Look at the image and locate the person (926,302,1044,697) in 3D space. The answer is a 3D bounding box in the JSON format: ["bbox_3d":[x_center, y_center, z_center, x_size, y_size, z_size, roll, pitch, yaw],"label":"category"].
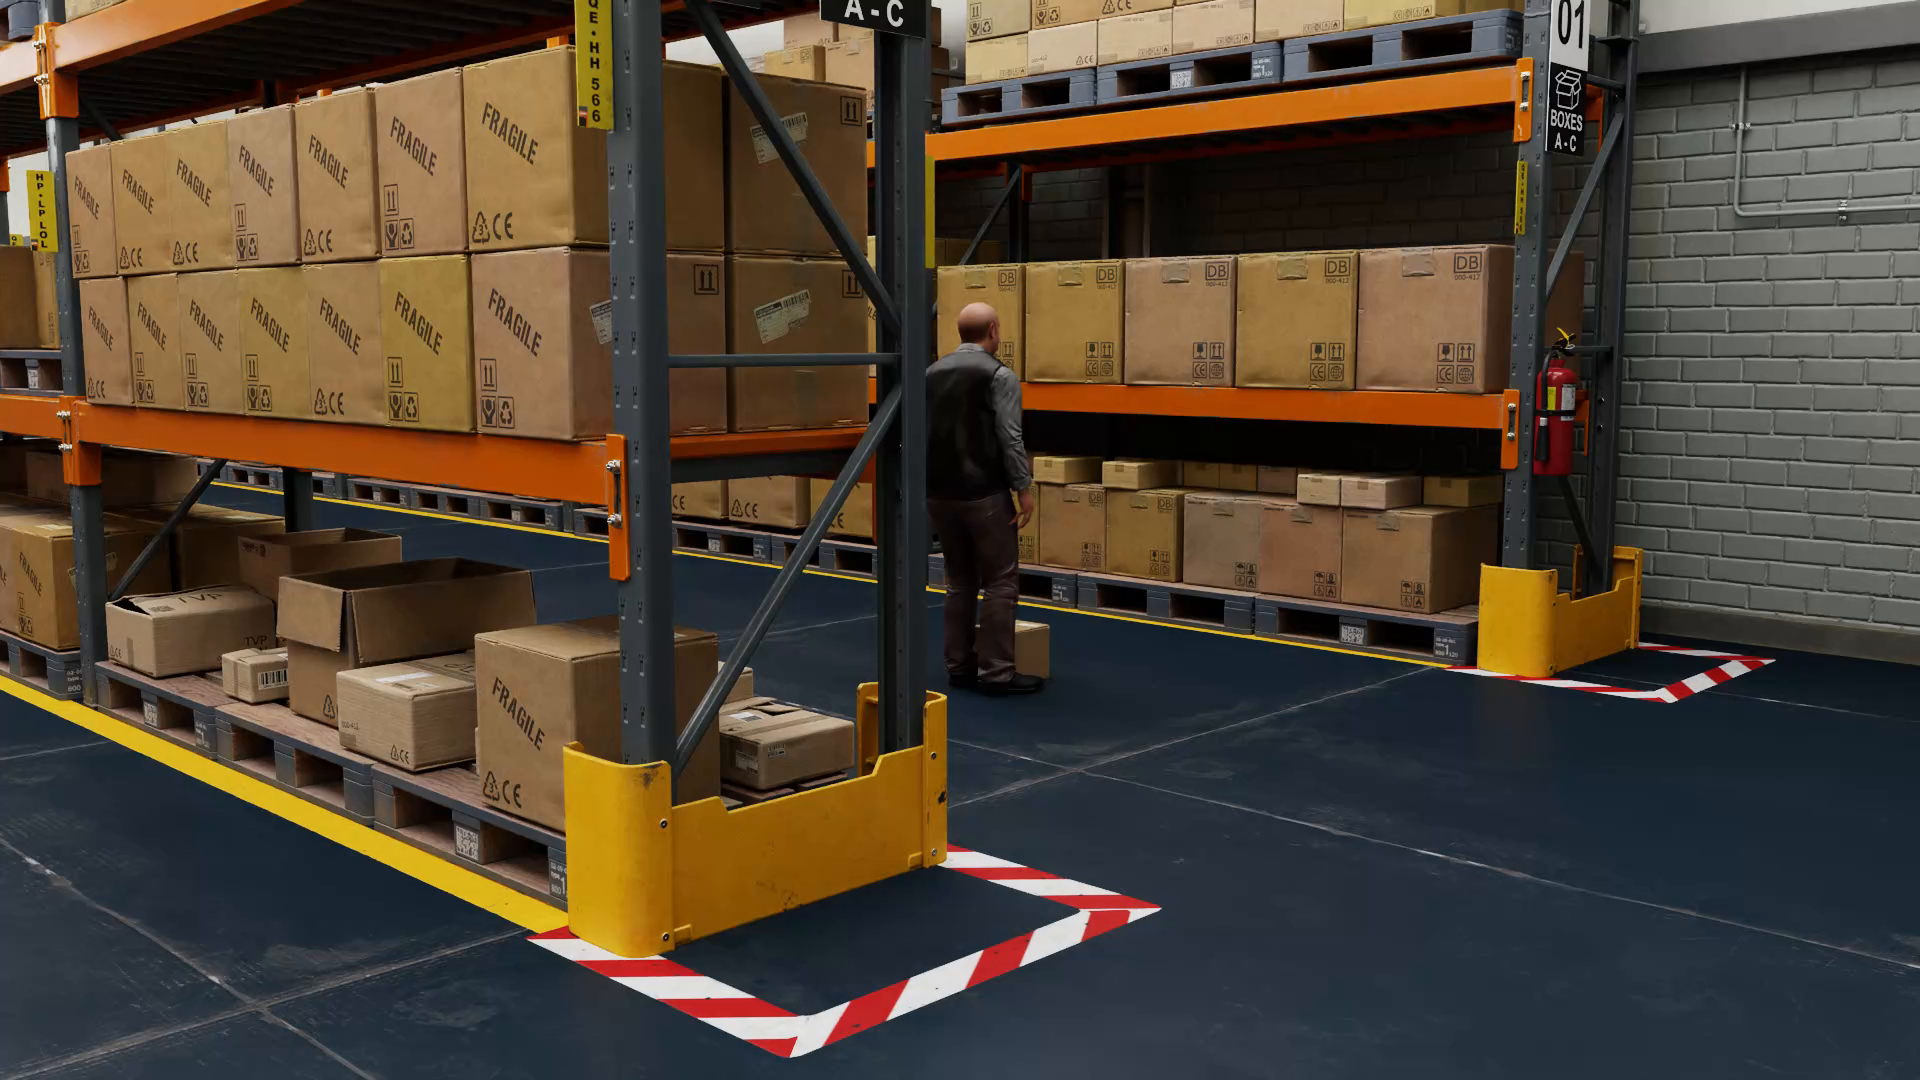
[{"bbox_3d":[0.065,-0.191,7.410,0.591,1.722,0.465,6,9,41],"label":"person"}]
